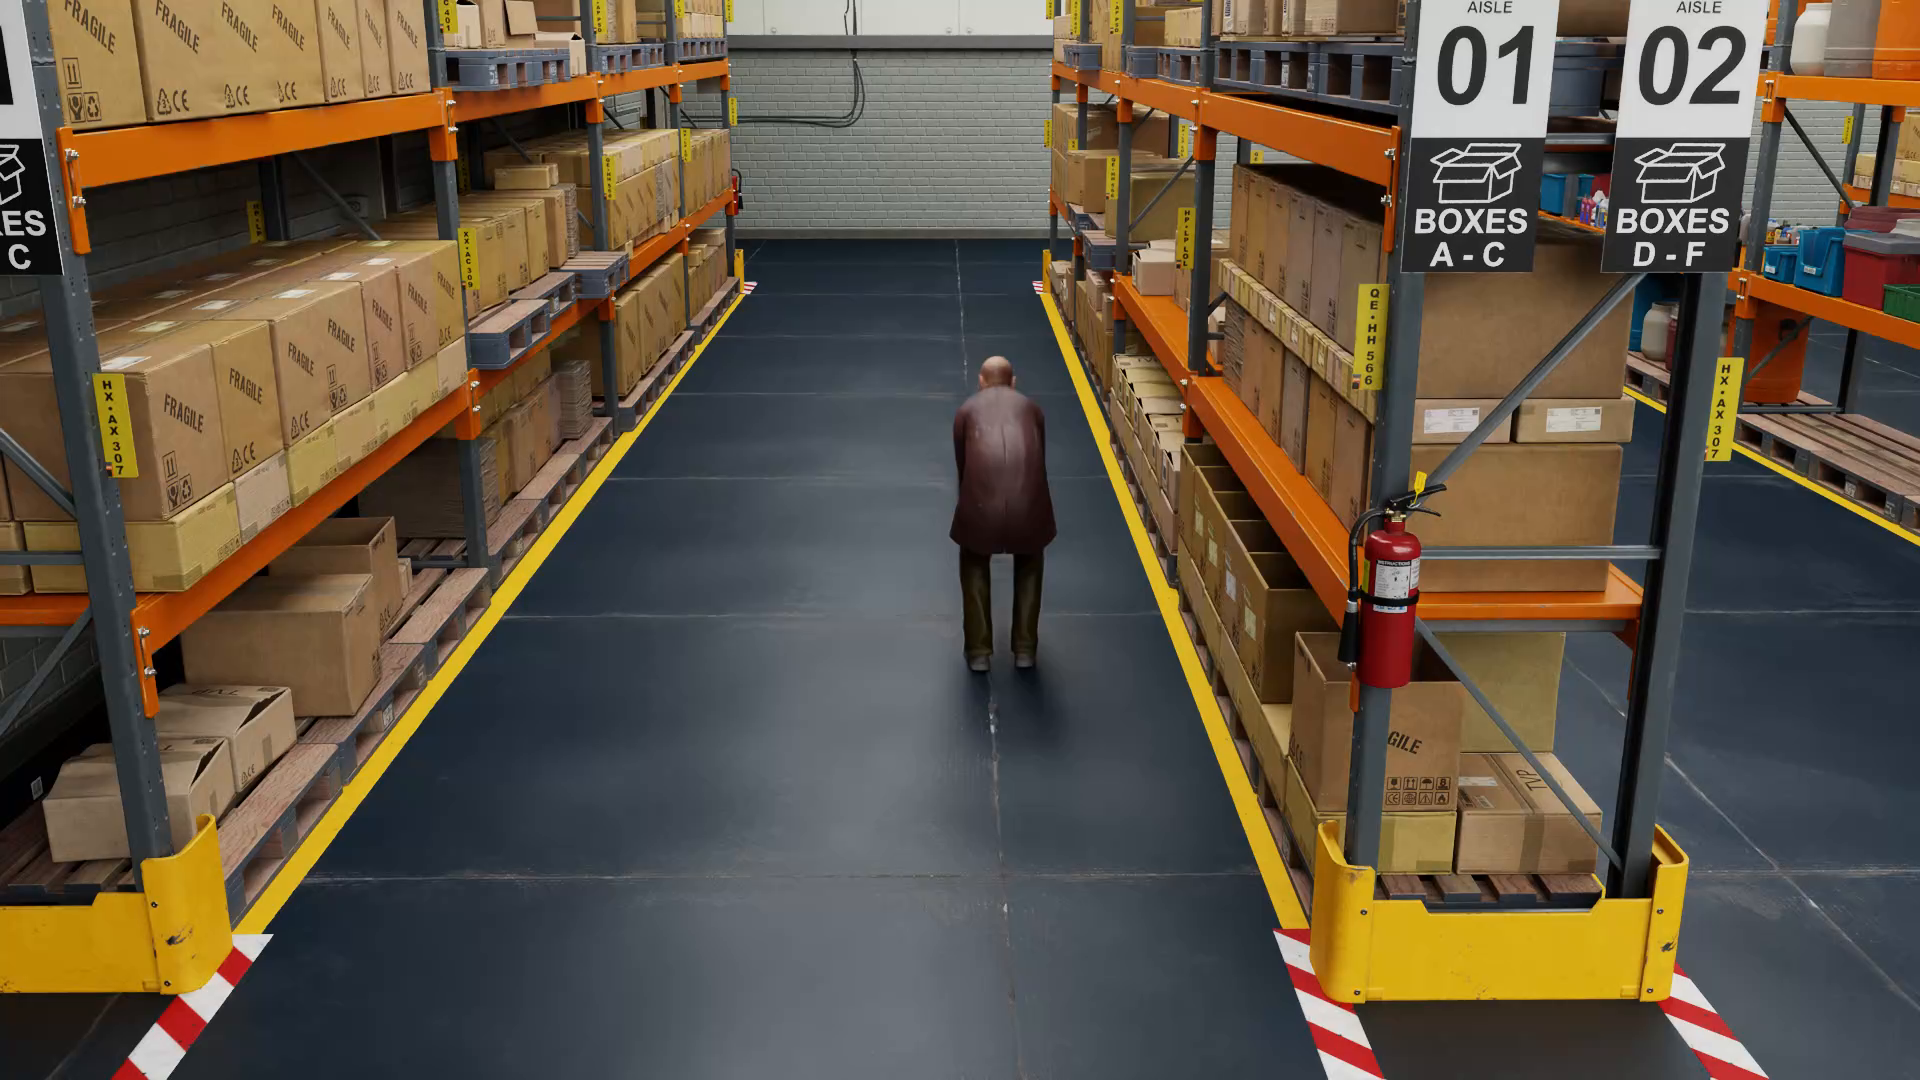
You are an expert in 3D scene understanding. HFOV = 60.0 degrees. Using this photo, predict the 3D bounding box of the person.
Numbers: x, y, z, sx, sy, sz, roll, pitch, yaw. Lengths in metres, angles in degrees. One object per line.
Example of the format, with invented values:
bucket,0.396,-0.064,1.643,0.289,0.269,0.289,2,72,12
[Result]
person,0.213,-0.141,8.520,0.545,1.500,0.815,0,17,-1
